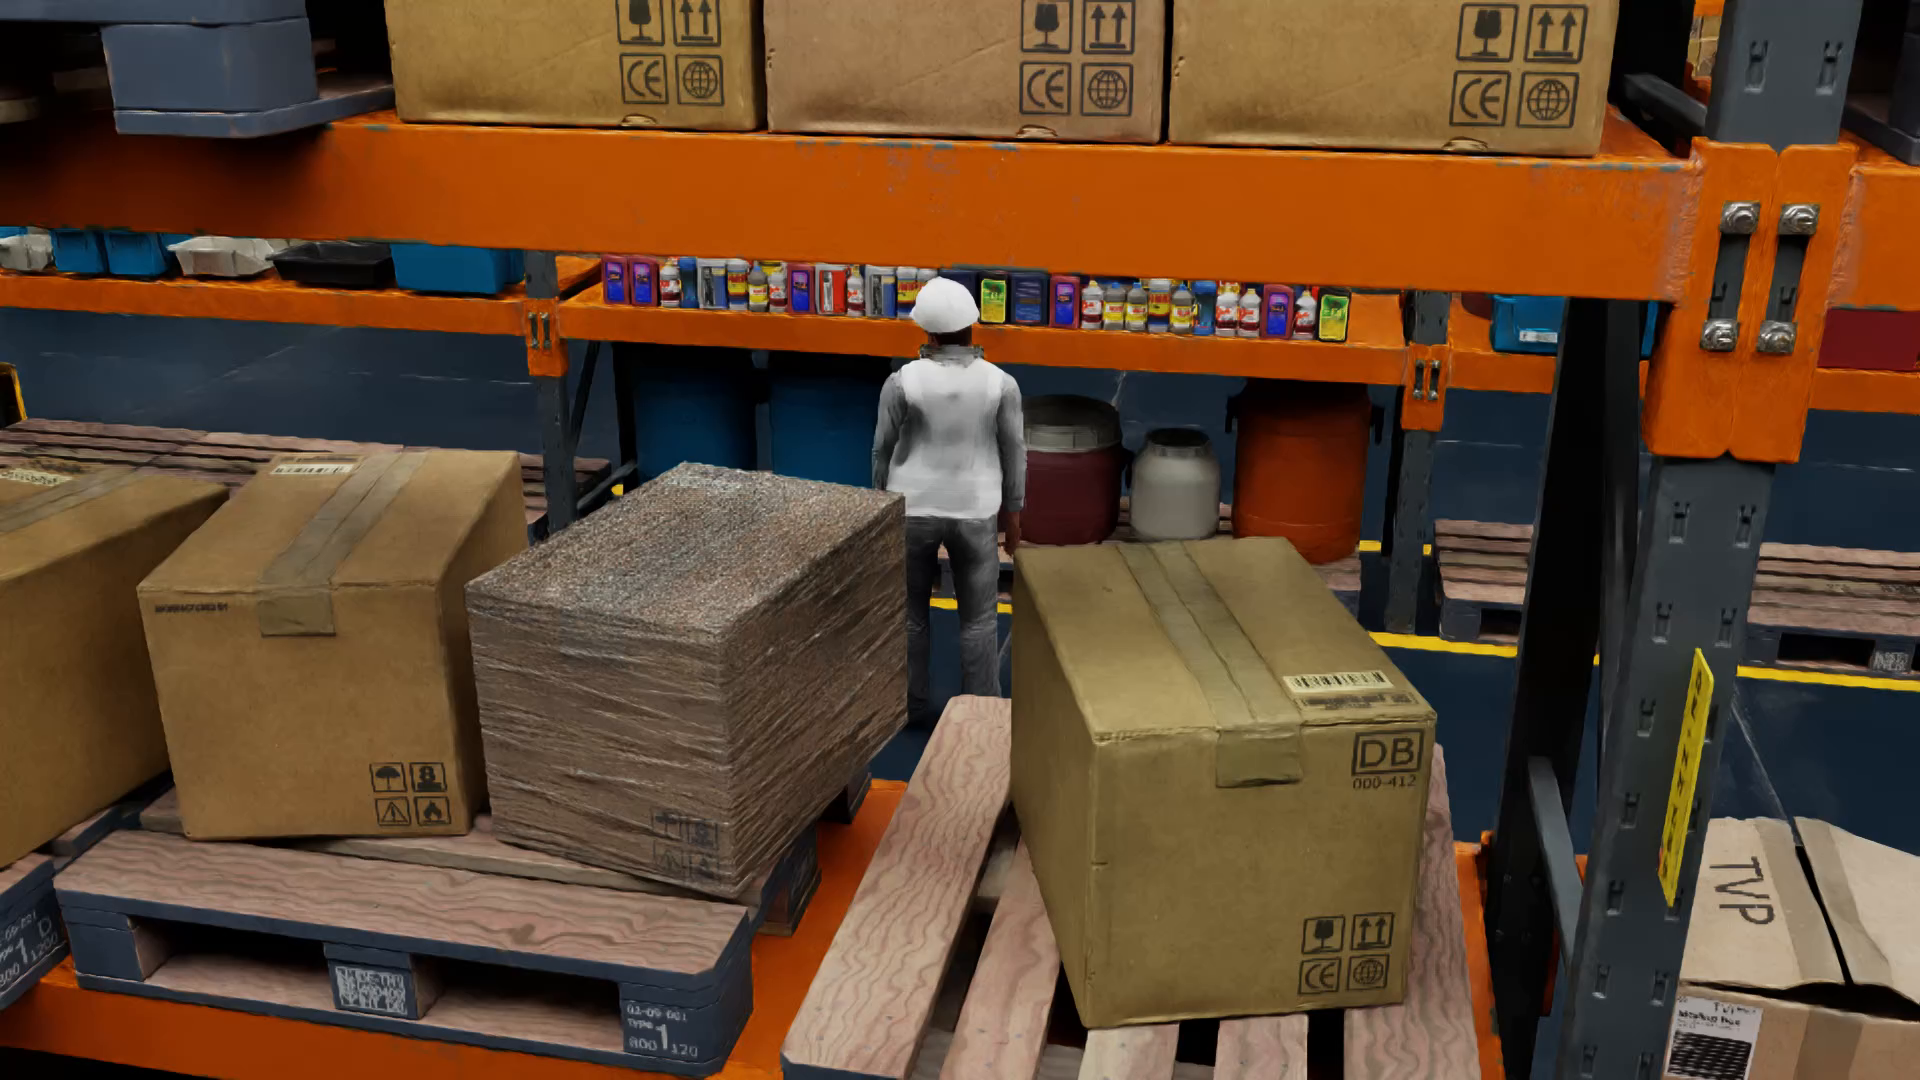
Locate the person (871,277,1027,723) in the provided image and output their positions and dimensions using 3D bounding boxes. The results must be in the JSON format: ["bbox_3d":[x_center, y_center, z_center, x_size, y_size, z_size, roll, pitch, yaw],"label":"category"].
[{"bbox_3d":[-0.046,-0.123,6.290,0.584,1.780,0.470,-1,21,-2],"label":"person"}]
